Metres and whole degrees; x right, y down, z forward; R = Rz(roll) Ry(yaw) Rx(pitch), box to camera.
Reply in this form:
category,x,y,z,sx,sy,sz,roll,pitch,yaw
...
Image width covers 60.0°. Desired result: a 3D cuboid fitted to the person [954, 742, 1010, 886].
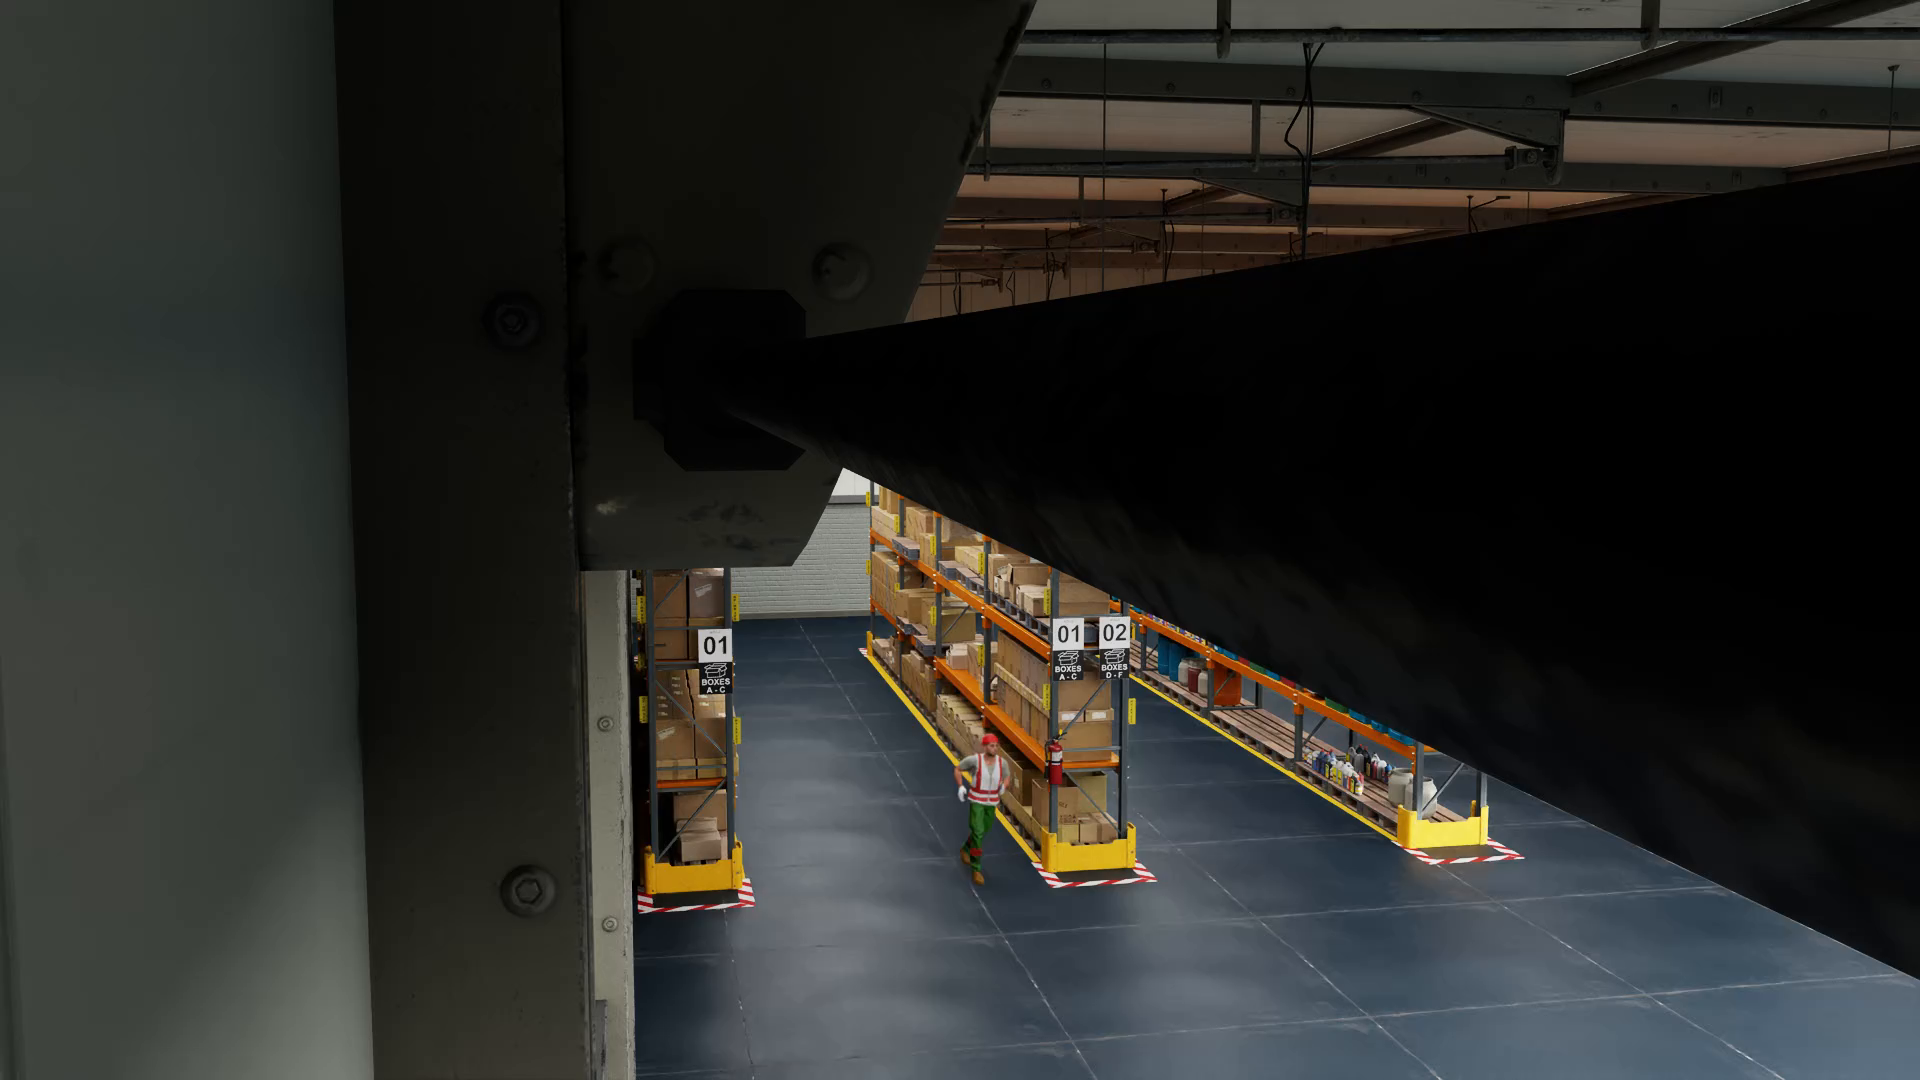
category,x,y,z,sx,sy,sz,roll,pitch,yaw
person,0.306,3.308,20.751,0.684,1.726,0.951,-3,6,-23
